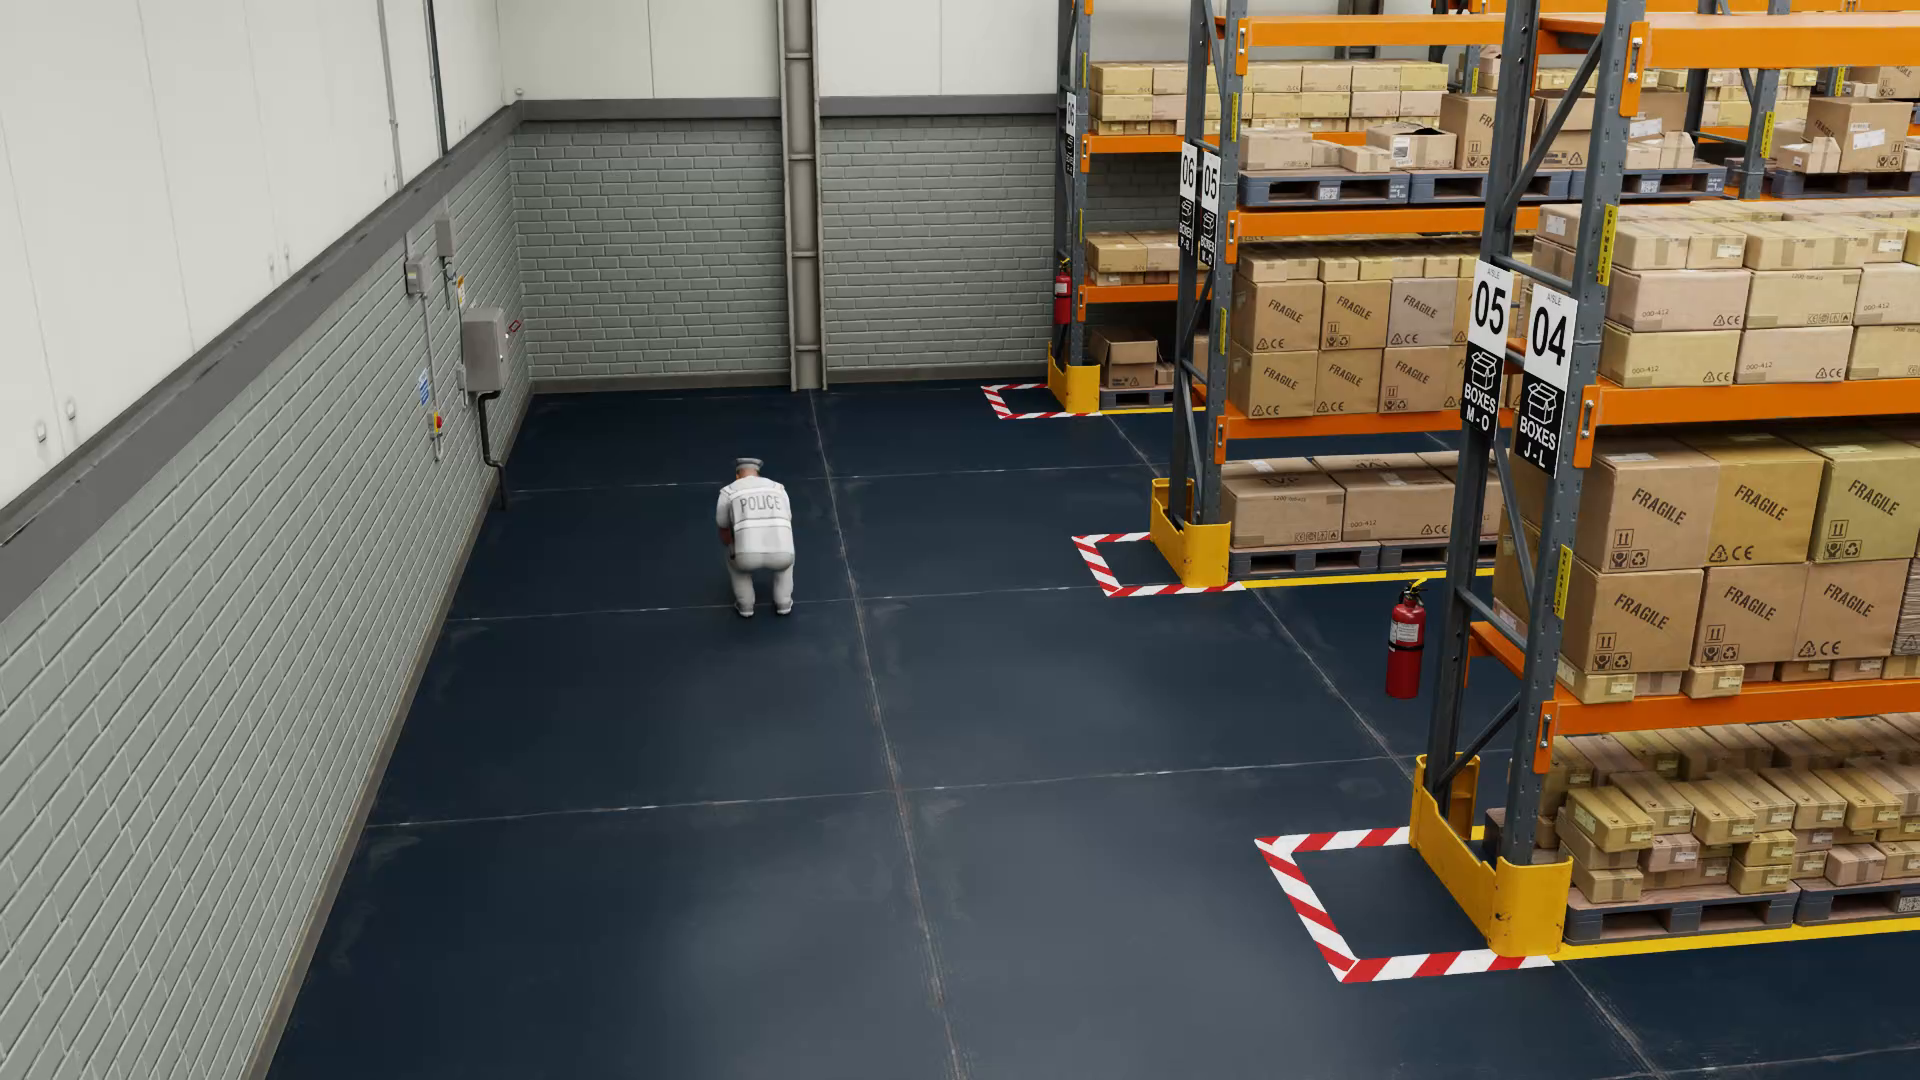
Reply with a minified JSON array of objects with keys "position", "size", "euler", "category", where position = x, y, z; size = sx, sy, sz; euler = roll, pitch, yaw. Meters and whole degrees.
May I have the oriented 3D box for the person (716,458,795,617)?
[{"position":[-1.489,-0.021,12.161],"size":[0.570,1.051,0.918],"euler":[-3,20,-8],"category":"person"}]
